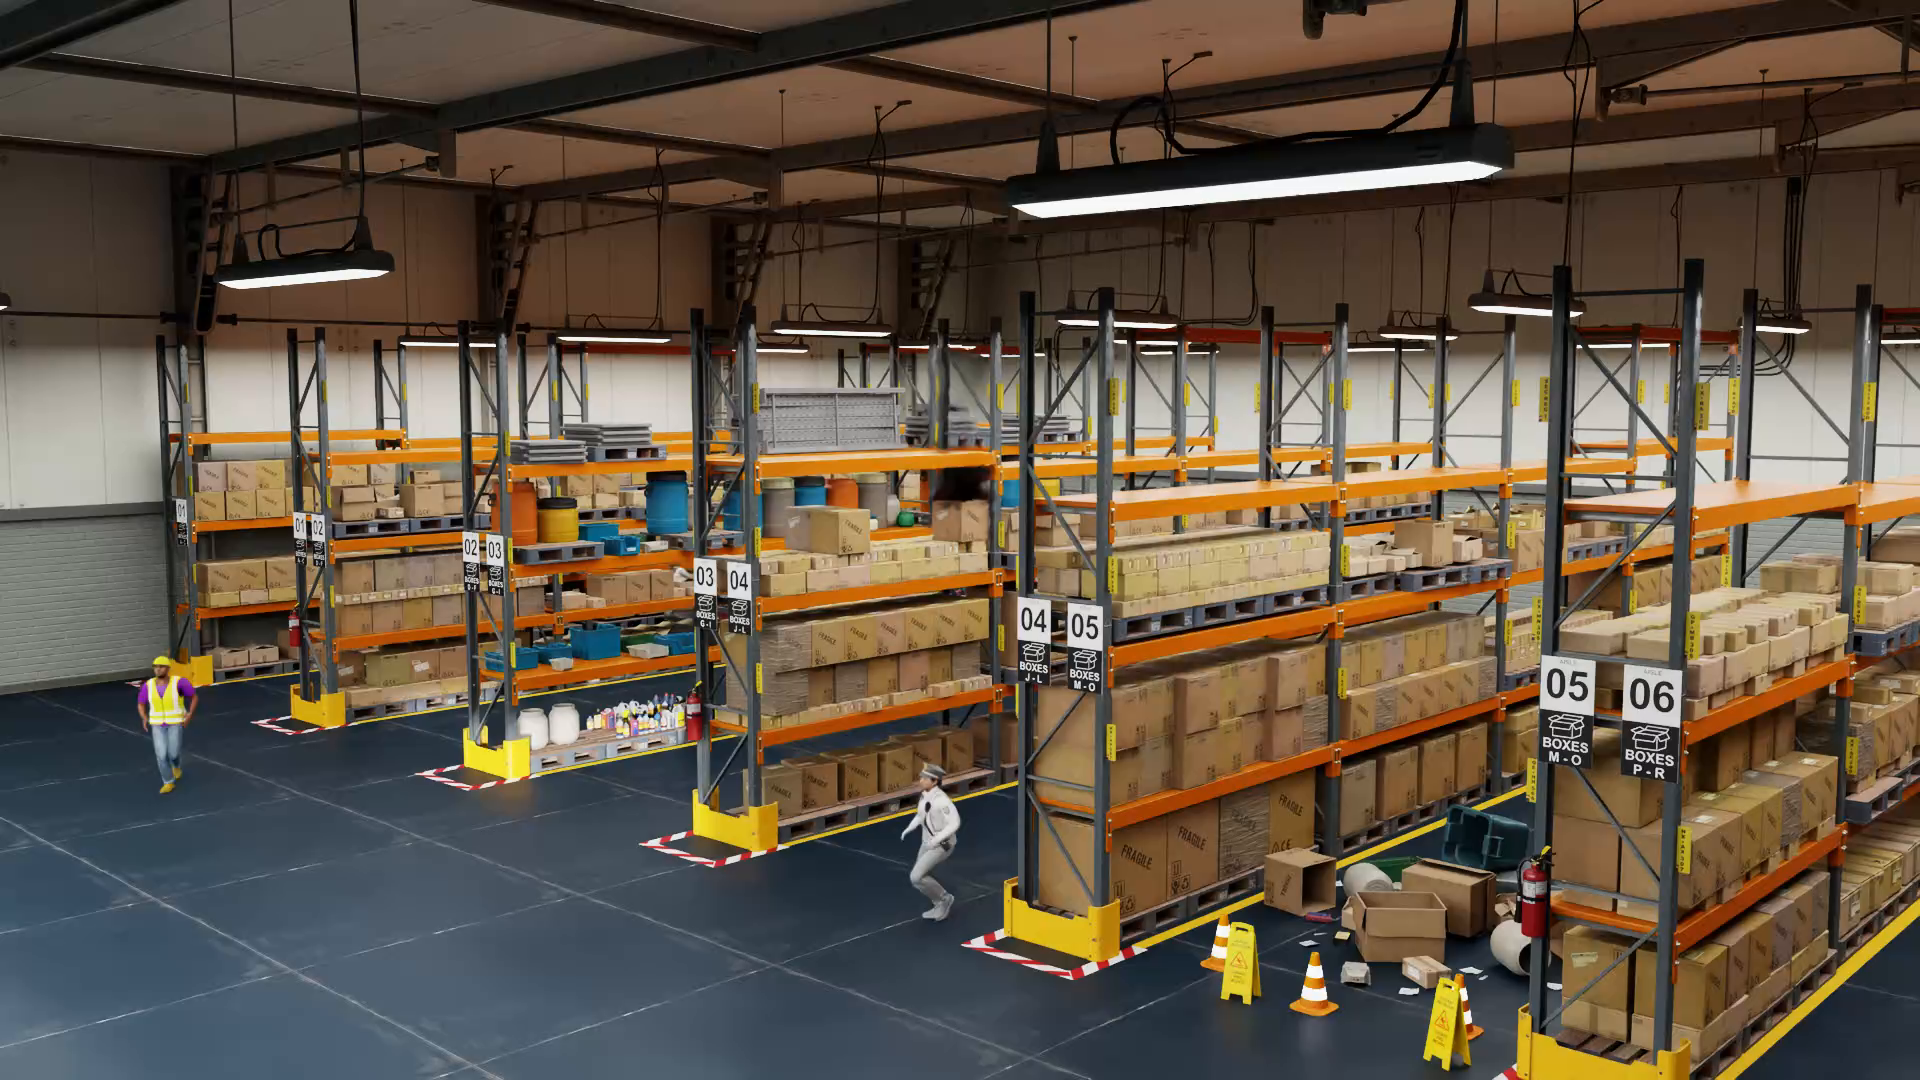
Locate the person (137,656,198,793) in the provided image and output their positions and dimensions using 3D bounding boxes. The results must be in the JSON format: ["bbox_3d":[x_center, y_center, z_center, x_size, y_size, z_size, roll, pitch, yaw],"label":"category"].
[{"bbox_3d":[-10.066,2.331,21.099,0.698,1.729,0.508,-1,6,-14],"label":"person"}]

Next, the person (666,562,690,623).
[{"bbox_3d":[-5.819,1.134,33.762,0.653,1.731,0.569,5,7,41],"label":"person"}]

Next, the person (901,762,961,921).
[{"bbox_3d":[-0.251,2.896,15.835,0.575,1.607,0.702,-3,6,-28],"label":"person"}]
